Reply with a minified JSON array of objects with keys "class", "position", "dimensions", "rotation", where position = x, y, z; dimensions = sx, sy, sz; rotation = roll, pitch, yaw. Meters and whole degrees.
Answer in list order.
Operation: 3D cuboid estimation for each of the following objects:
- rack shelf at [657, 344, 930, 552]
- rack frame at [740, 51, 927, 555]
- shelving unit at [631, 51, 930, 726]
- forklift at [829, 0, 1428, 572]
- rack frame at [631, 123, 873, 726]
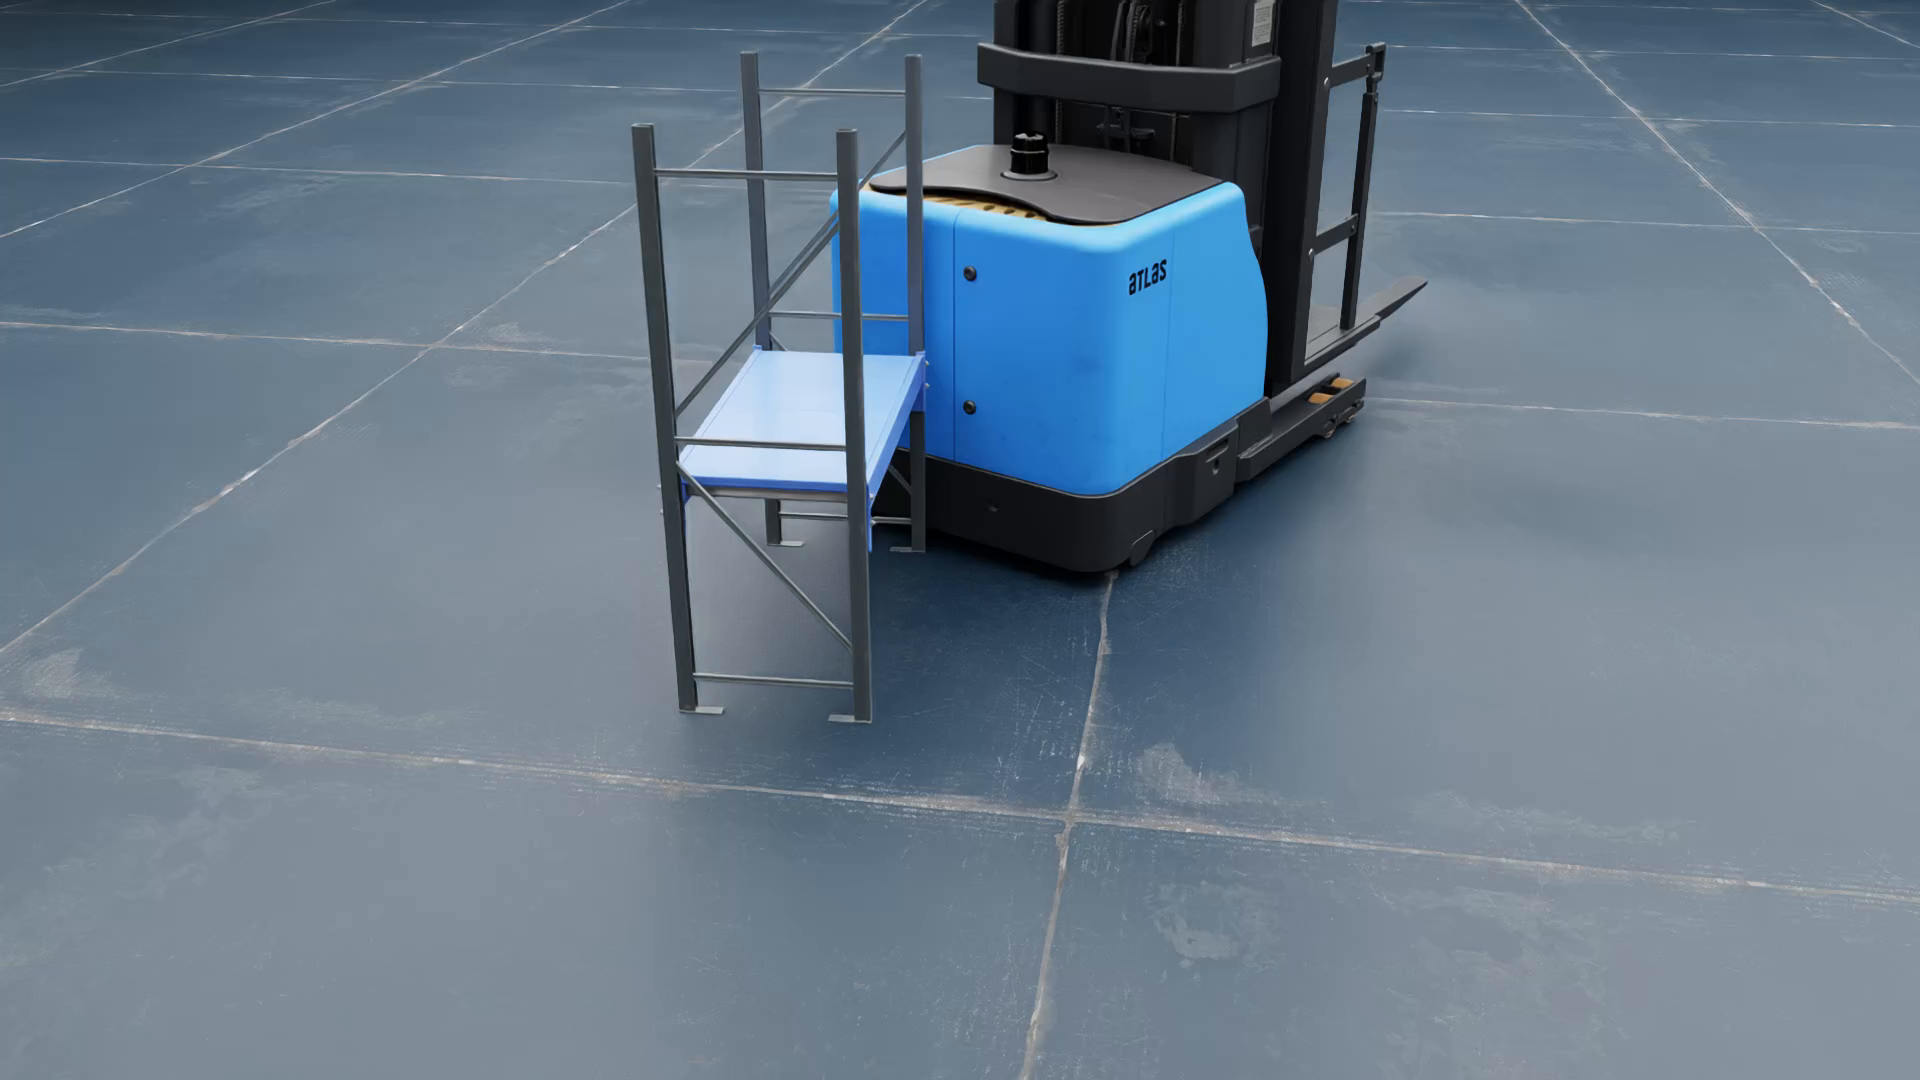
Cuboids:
[{"class":"rack shelf","position":[-0.414,-0.276,4.494],"dimensions":[0.538,0.185,1.000],"rotation":[3,25,6]},{"class":"rack frame","position":[-0.354,-0.653,4.875],"dimensions":[0.500,1.500,0.032],"rotation":[3,25,6]},{"class":"shelving unit","position":[-0.414,-0.439,4.418],"dimensions":[0.538,1.500,1.048],"rotation":[3,25,6]},{"class":"forklift","position":[0.852,-1.802,5.641],"dimensions":[1.130,2.935,3.031],"rotation":[17,30,32]},{"class":"rack frame","position":[-0.474,-0.225,3.961],"dimensions":[0.500,1.500,0.032],"rotation":[3,25,6]}]
